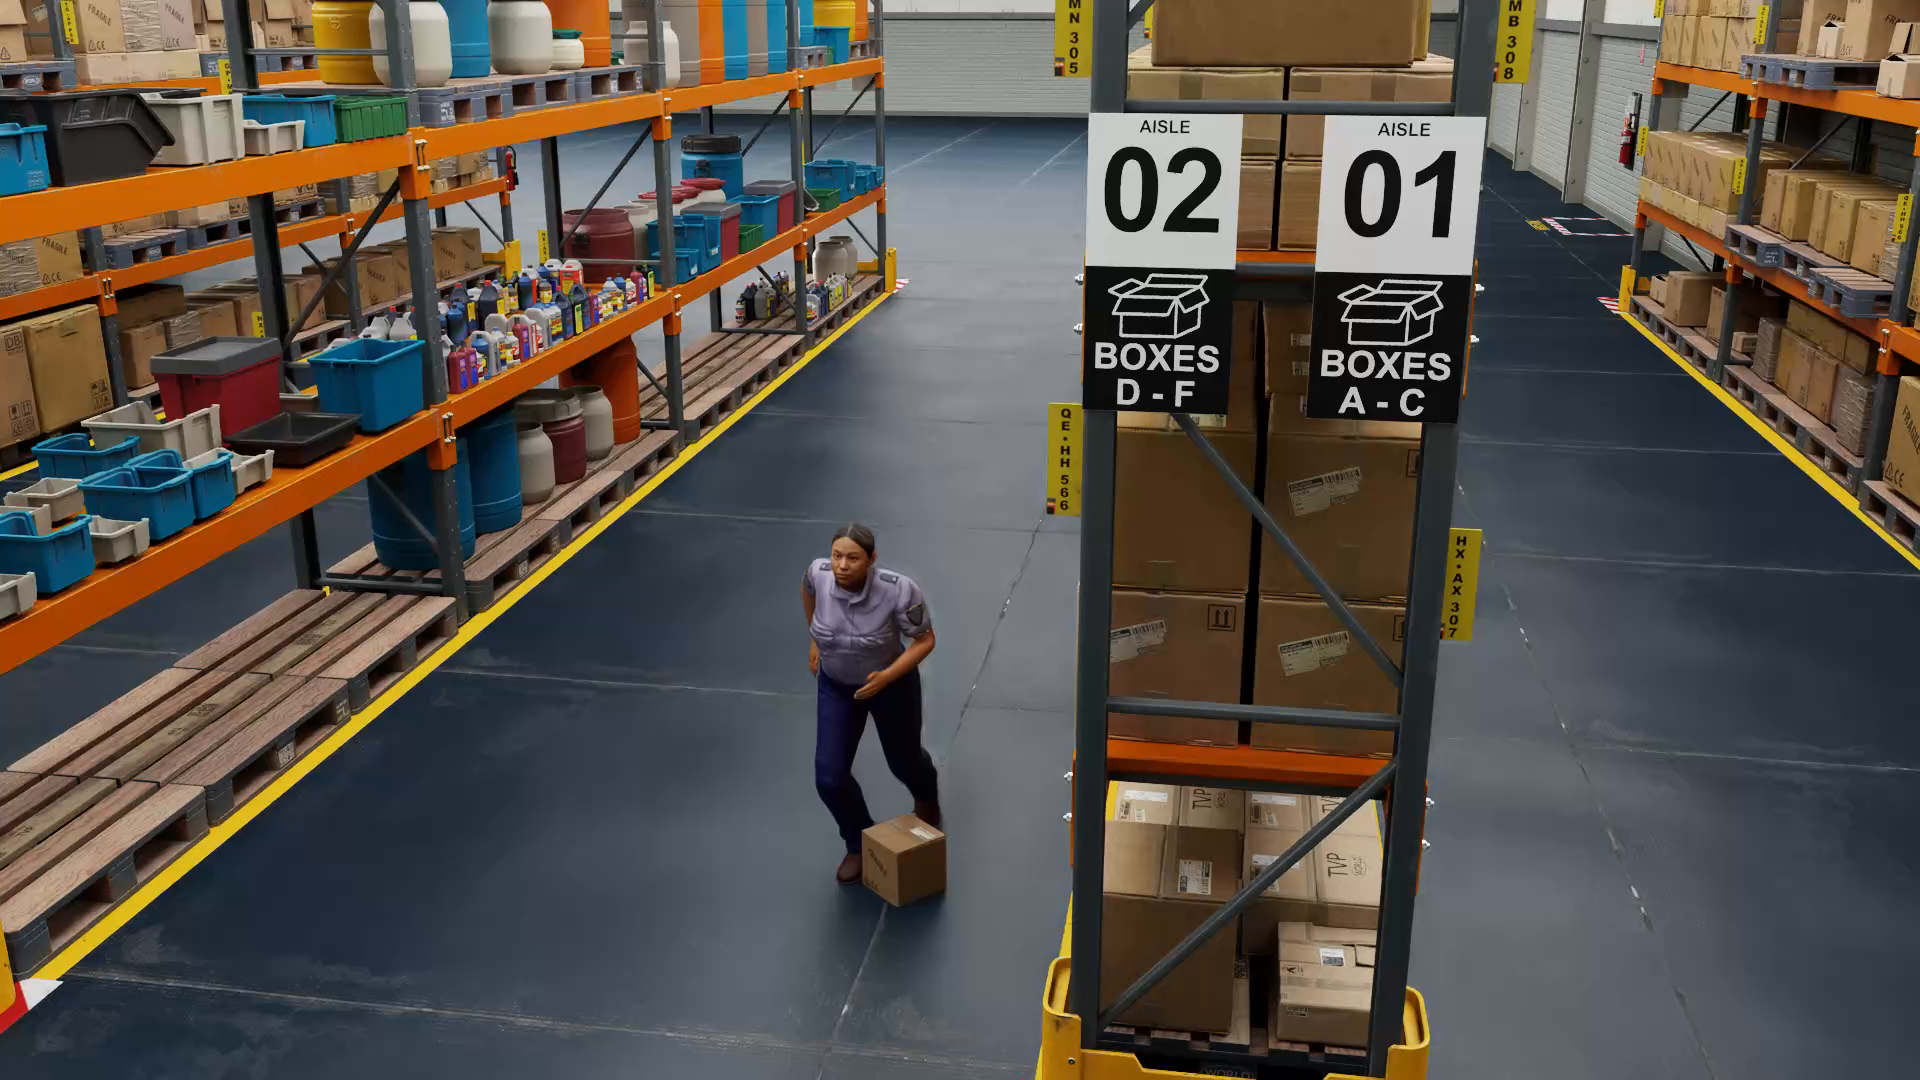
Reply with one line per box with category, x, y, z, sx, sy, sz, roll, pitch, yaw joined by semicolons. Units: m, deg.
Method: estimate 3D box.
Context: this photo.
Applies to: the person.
person;-0.366;0.604;6.859;0.595;1.583;0.891;3;18;9
